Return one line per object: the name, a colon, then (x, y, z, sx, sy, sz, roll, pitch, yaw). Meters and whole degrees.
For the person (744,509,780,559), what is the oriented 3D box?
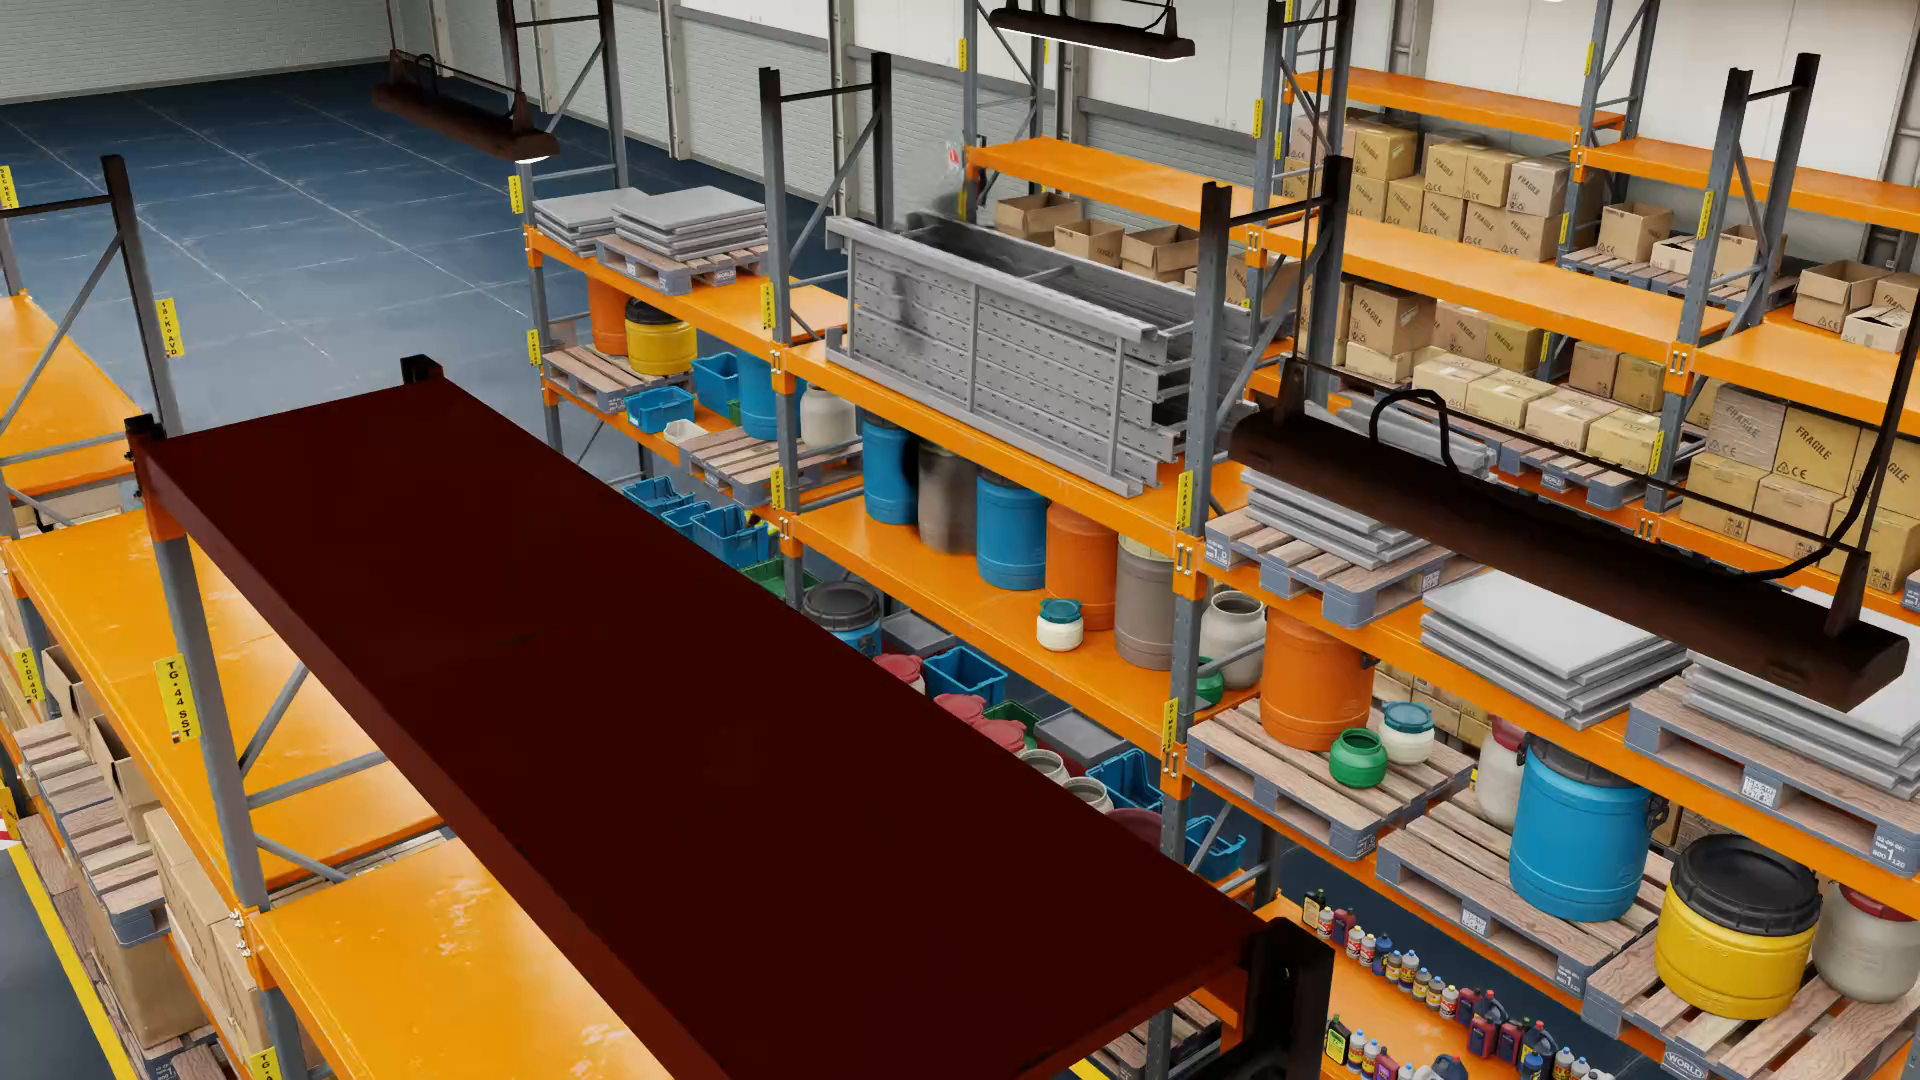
person: (-1.912, -0.110, 16.512, 0.868, 1.751, 0.697, 19, 31, 33)
